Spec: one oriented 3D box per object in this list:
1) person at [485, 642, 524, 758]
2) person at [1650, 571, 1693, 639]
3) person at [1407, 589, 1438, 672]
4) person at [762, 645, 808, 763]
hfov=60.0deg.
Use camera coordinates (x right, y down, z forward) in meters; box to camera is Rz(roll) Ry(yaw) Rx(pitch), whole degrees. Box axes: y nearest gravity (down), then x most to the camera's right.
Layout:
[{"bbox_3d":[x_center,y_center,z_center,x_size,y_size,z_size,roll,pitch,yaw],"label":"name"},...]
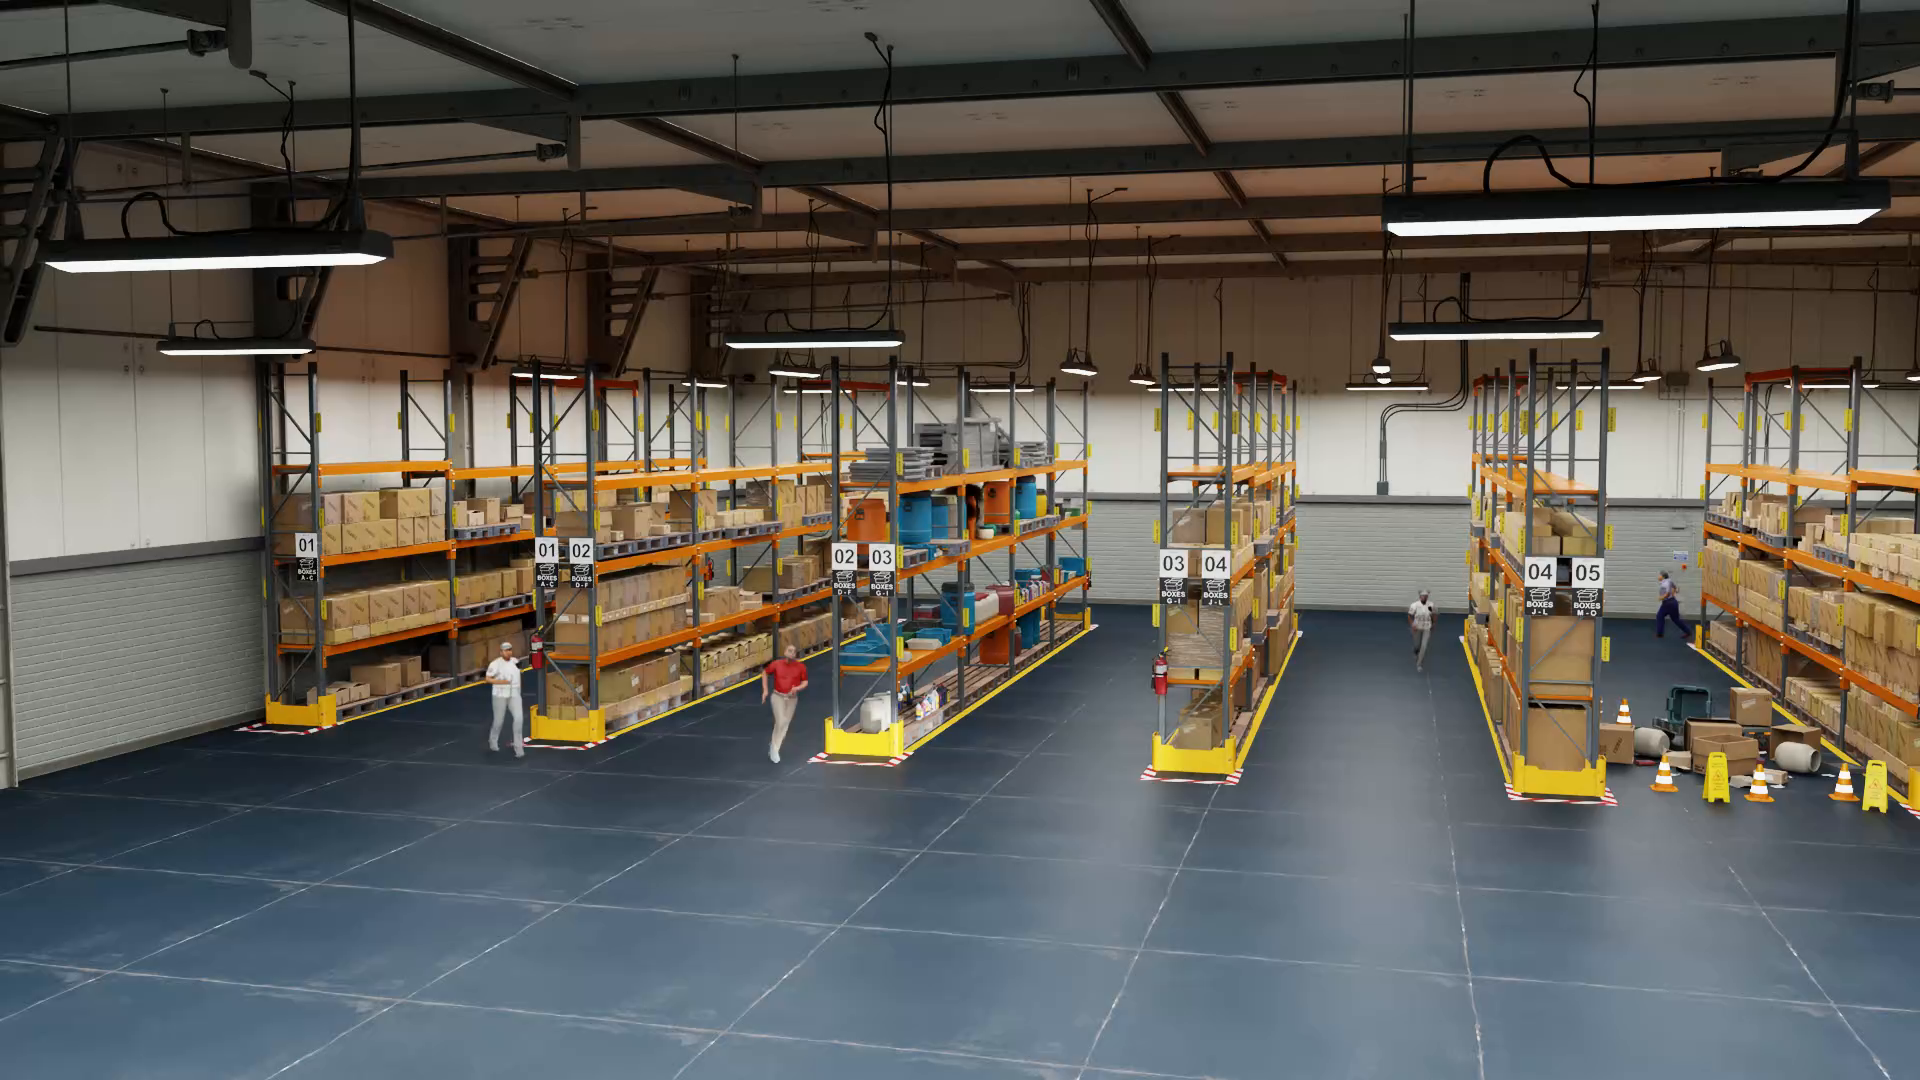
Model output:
[{"bbox_3d":[-6.854,2.400,25.114,0.611,1.686,0.811,-3,5,-34],"label":"person"},{"bbox_3d":[16.408,1.518,38.288,0.905,1.625,0.578,2,4,20],"label":"person"},{"bbox_3d":[9.402,1.809,33.812,0.598,1.672,0.688,1,4,7],"label":"person"},{"bbox_3d":[-2.581,2.412,24.766,0.660,1.701,0.677,-2,4,-22],"label":"person"}]
